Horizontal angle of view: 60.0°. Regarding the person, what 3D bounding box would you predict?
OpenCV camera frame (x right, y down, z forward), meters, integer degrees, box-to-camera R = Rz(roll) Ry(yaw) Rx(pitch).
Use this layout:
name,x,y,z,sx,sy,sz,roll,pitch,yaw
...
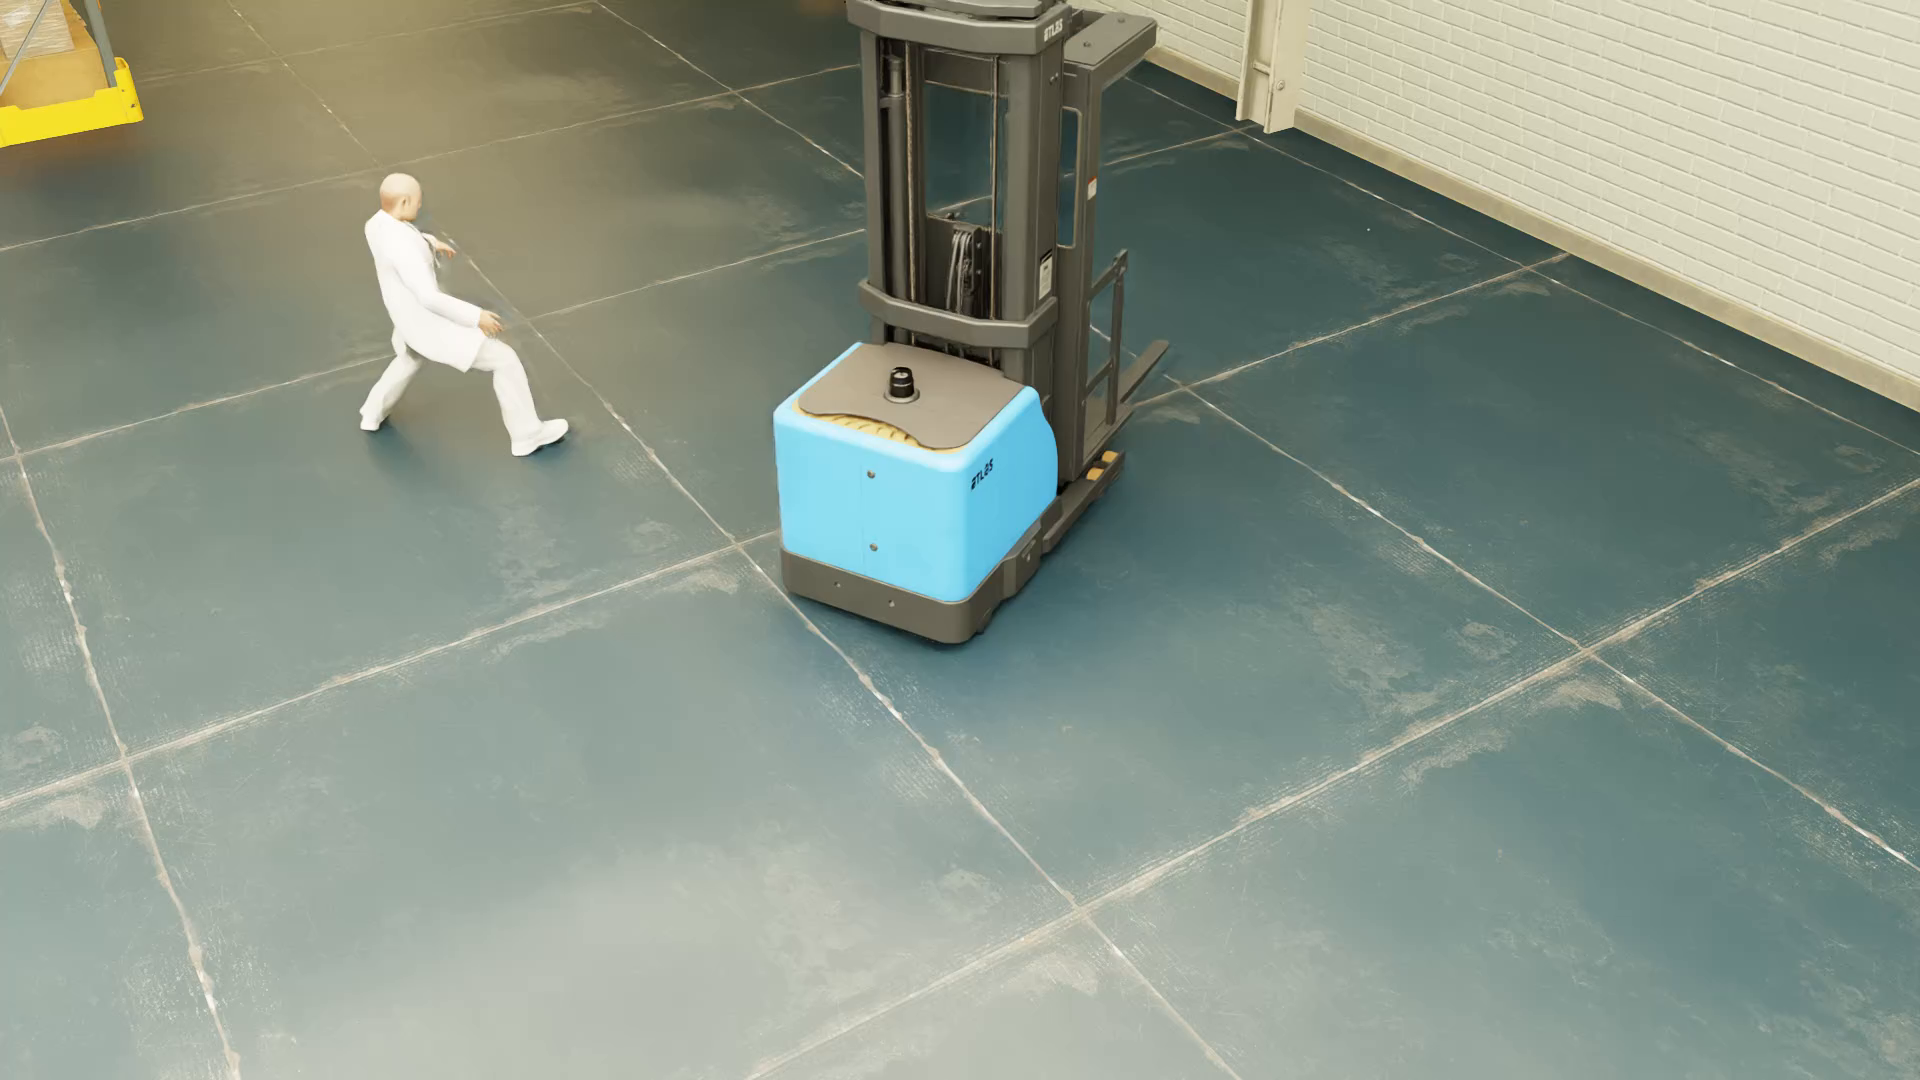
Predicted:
name,x,y,z,sx,sy,sz,roll,pitch,yaw
person,-2.879,-1.273,9.172,0.994,1.628,1.045,-21,40,-27

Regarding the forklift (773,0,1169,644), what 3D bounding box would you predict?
name,x,y,z,sx,sy,sz,roll,pitch,yaw
forklift,0.253,-1.537,8.335,1.130,2.935,3.031,17,39,23
